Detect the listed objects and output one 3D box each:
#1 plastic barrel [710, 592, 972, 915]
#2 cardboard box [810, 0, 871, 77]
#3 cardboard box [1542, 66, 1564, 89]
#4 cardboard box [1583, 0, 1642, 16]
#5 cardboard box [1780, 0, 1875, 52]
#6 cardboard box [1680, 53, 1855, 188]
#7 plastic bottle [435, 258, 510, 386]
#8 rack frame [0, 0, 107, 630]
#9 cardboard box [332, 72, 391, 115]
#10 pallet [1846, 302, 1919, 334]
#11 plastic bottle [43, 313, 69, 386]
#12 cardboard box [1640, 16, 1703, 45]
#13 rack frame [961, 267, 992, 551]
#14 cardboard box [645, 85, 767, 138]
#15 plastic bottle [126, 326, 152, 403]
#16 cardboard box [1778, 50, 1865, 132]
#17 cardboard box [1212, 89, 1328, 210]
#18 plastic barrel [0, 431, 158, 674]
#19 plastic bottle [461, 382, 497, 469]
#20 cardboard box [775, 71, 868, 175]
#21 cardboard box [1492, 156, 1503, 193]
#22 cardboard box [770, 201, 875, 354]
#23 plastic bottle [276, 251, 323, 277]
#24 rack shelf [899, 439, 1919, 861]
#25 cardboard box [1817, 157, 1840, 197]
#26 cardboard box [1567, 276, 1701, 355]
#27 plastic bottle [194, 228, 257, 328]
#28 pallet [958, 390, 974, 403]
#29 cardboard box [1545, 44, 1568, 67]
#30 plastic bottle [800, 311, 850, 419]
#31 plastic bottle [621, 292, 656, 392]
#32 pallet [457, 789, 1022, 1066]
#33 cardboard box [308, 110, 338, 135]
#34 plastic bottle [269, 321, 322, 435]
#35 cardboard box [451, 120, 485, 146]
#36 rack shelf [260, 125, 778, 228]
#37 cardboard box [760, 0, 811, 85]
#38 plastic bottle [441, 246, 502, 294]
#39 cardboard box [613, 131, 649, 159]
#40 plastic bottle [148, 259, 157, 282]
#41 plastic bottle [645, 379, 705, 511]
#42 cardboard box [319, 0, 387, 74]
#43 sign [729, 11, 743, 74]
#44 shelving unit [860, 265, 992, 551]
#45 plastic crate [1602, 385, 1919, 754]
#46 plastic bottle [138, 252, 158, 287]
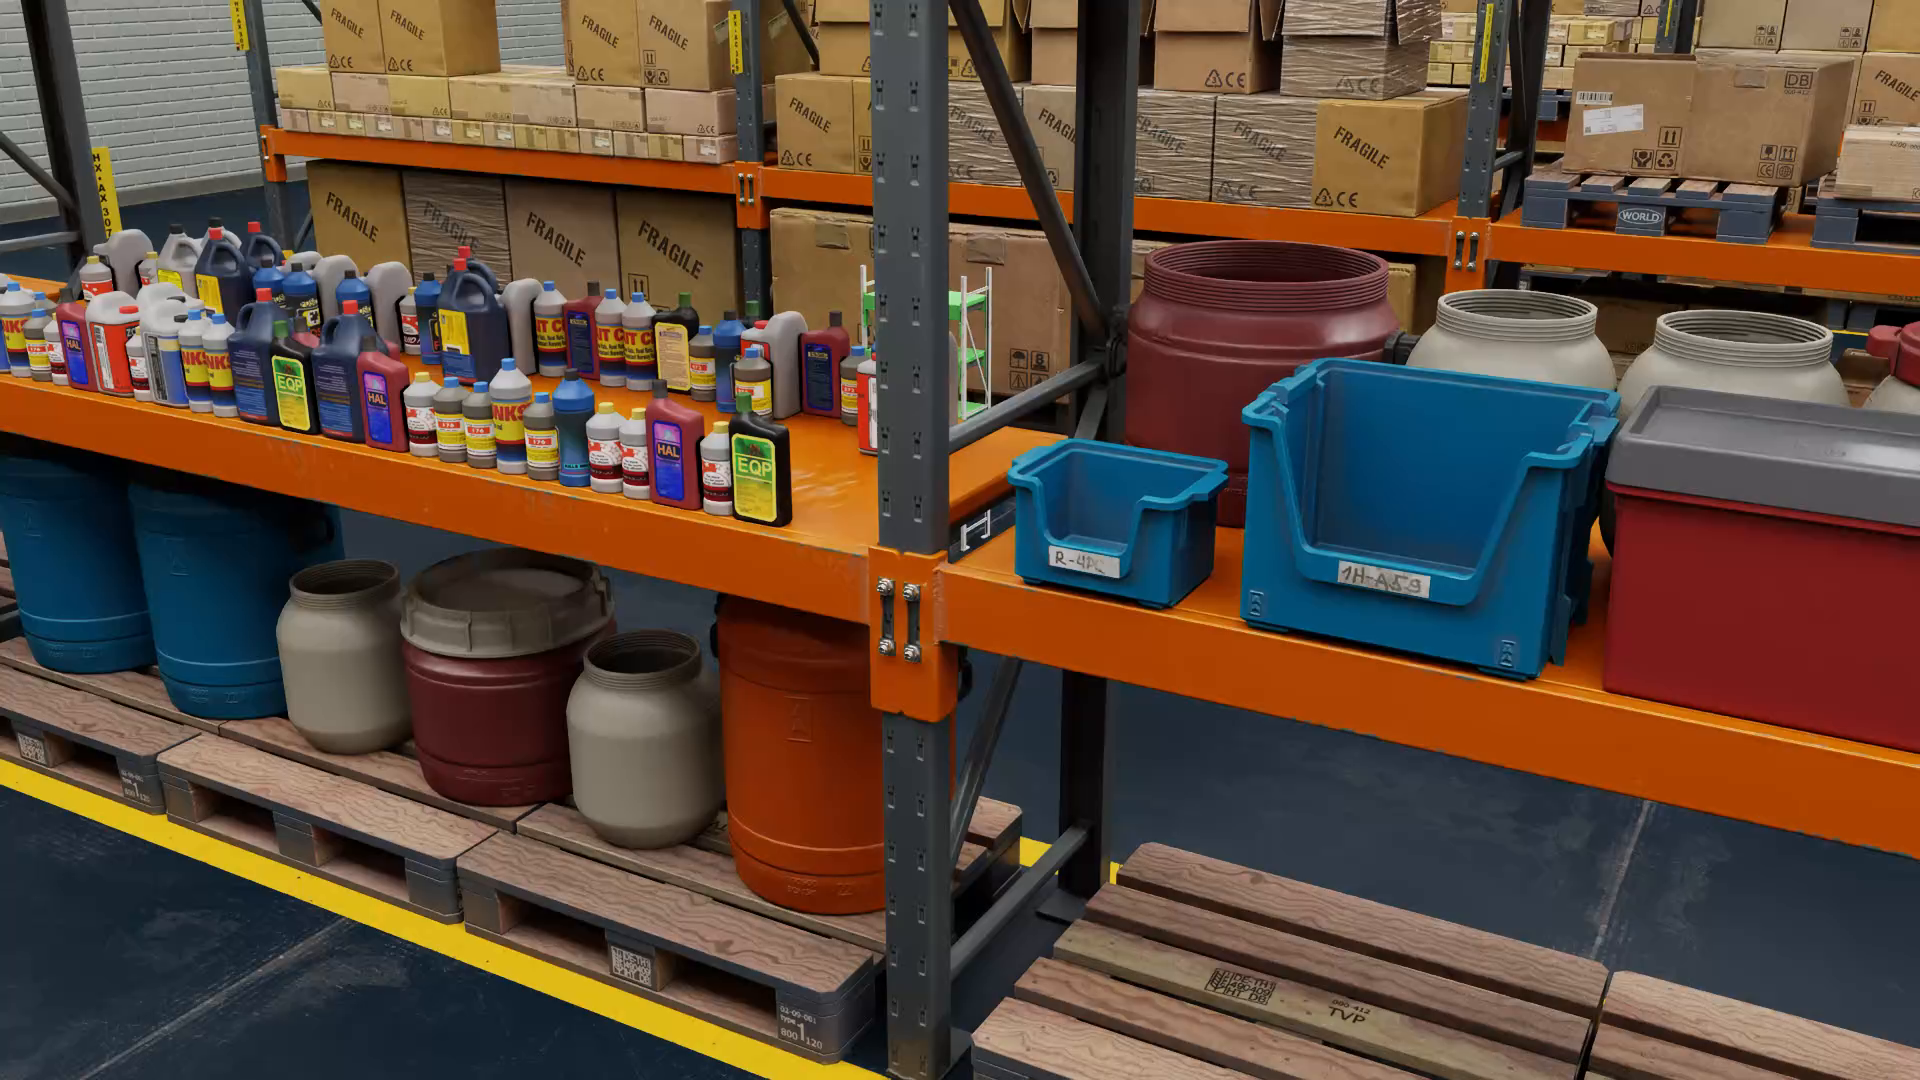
[{"bbox_3d":[-0.310,0.455,4.279,0.708,0.830,0.600,11,23,27],"label":"plastic barrel"},{"bbox_3d":[-0.389,-2.846,9.194,0.637,0.503,0.797,10,22,26],"label":"cardboard box"},{"bbox_3d":[4.177,-3.292,11.794,0.250,0.149,0.380,11,23,27],"label":"cardboard box"},{"bbox_3d":[6.343,-5.324,16.031,0.500,0.500,0.500,11,23,28],"label":"cardboard box"},{"bbox_3d":[5.877,-3.581,11.227,0.500,0.500,0.700,10,22,27],"label":"cardboard box"},{"bbox_3d":[3.568,-1.869,7.357,0.500,0.500,0.700,15,25,35],"label":"cardboard box"},{"bbox_3d":[-1.400,-0.627,4.768,0.185,0.351,0.144,11,23,27],"label":"plastic bottle"},{"bbox_3d":[-3.367,-0.957,5.604,0.127,3.000,1.000,11,23,27],"label":"rack frame"},{"bbox_3d":[-3.699,-2.921,10.803,0.500,0.250,0.500,10,22,27],"label":"cardboard box"},{"bbox_3d":[6.761,-1.558,11.351,1.213,0.211,1.003,11,23,27],"label":"pallet"},{"bbox_3d":[-2.571,-0.552,4.780,0.097,0.201,0.097,0,20,0],"label":"plastic bottle"},{"bbox_3d":[6.827,-4.886,15.922,0.500,0.250,0.500,11,23,27],"label":"cardboard box"},{"bbox_3d":[0.069,-0.551,7.125,0.015,1.200,0.240,11,23,27],"label":"rack frame"},{"bbox_3d":[-1.465,-2.496,9.630,0.500,0.250,0.500,10,22,26],"label":"cardboard box"},{"bbox_3d":[-2.252,-0.491,4.612,0.097,0.201,0.097,0,20,0],"label":"plastic bottle"},{"bbox_3d":[5.754,-3.034,11.184,0.500,0.500,0.500,11,22,27],"label":"cardboard box"},{"bbox_3d":[1.557,-1.906,8.074,0.500,0.500,0.500,11,22,27],"label":"cardboard box"},{"bbox_3d":[-2.900,-0.072,5.626,0.708,0.901,0.600,11,23,27],"label":"plastic barrel"},{"bbox_3d":[-1.154,-0.282,4.036,0.097,0.201,0.097,0,20,0],"label":"plastic bottle"},{"bbox_3d":[-0.671,-2.327,9.235,0.500,0.500,0.500,11,23,27],"label":"cardboard box"},{"bbox_3d":[3.877,-2.717,12.407,0.500,0.250,0.500,11,23,28],"label":"cardboard box"},{"bbox_3d":[-0.383,-1.529,9.682,0.875,0.875,1.225,11,23,27],"label":"cardboard box"},{"bbox_3d":[-2.106,-0.784,5.311,0.135,0.276,0.152,11,23,27],"label":"plastic bottle"},{"bbox_3d":[1.872,0.379,2.976,4.000,0.370,1.077,11,23,27],"label":"rack shelf"},{"bbox_3d":[8.510,-3.461,15.745,0.625,0.372,0.950,10,22,26],"label":"cardboard box"},{"bbox_3d":[3.141,-1.048,7.775,0.500,0.250,0.500,12,23,29],"label":"cardboard box"},{"bbox_3d":[-2.313,-0.804,5.256,0.185,0.351,0.144,11,23,27],"label":"plastic bottle"},{"bbox_3d":[-0.241,-1.014,9.852,1.213,0.211,1.003,11,23,27],"label":"pallet"},{"bbox_3d":[4.161,-3.435,11.753,0.250,0.149,0.380,12,23,29],"label":"cardboard box"},{"bbox_3d":[-0.359,-0.473,4.441,0.133,0.283,0.061,11,23,27],"label":"plastic bottle"},{"bbox_3d":[-0.904,-0.564,4.710,0.097,0.271,0.097,0,20,0],"label":"plastic bottle"},{"bbox_3d":[-0.583,0.901,4.573,1.213,0.211,1.003,11,23,27],"label":"pallet"},{"bbox_3d":[-4.070,-2.779,10.995,0.250,0.149,0.380,10,22,27],"label":"cardboard box"},{"bbox_3d":[-1.711,-0.420,4.295,0.133,0.283,0.061,11,23,27],"label":"plastic bottle"},{"bbox_3d":[-2.951,-2.566,10.407,0.250,0.149,0.380,10,22,26],"label":"cardboard box"},{"bbox_3d":[-2.697,-2.426,10.708,4.000,0.370,1.077,11,23,27],"label":"rack shelf"},{"bbox_3d":[-1.245,-3.009,9.945,0.500,0.500,0.500,11,23,27],"label":"cardboard box"},{"bbox_3d":[-1.443,-0.695,4.954,0.185,0.351,0.144,11,23,27],"label":"plastic bottle"},{"bbox_3d":[-1.826,-2.352,9.818,0.250,0.149,0.380,10,22,26],"label":"cardboard box"},{"bbox_3d":[-2.663,-0.843,5.580,0.097,0.201,0.097,0,20,0],"label":"plastic bottle"},{"bbox_3d":[-0.637,-0.215,3.731,0.133,0.283,0.061,11,23,27],"label":"plastic bottle"},{"bbox_3d":[-3.719,-3.275,10.678,0.500,0.500,0.500,10,22,26],"label":"cardboard box"},{"bbox_3d":[-1.220,-2.710,9.051,0.005,0.325,0.100,11,23,27],"label":"sign"},{"bbox_3d":[-0.144,-0.592,7.236,0.503,1.200,0.258,11,23,27],"label":"shelving unit"},{"bbox_3d":[1.387,0.038,2.767,0.583,0.464,0.402,11,23,27],"label":"plastic crate"},{"bbox_3d":[-2.750,-0.883,5.691,0.097,0.201,0.097,0,20,0],"label":"plastic bottle"}]
